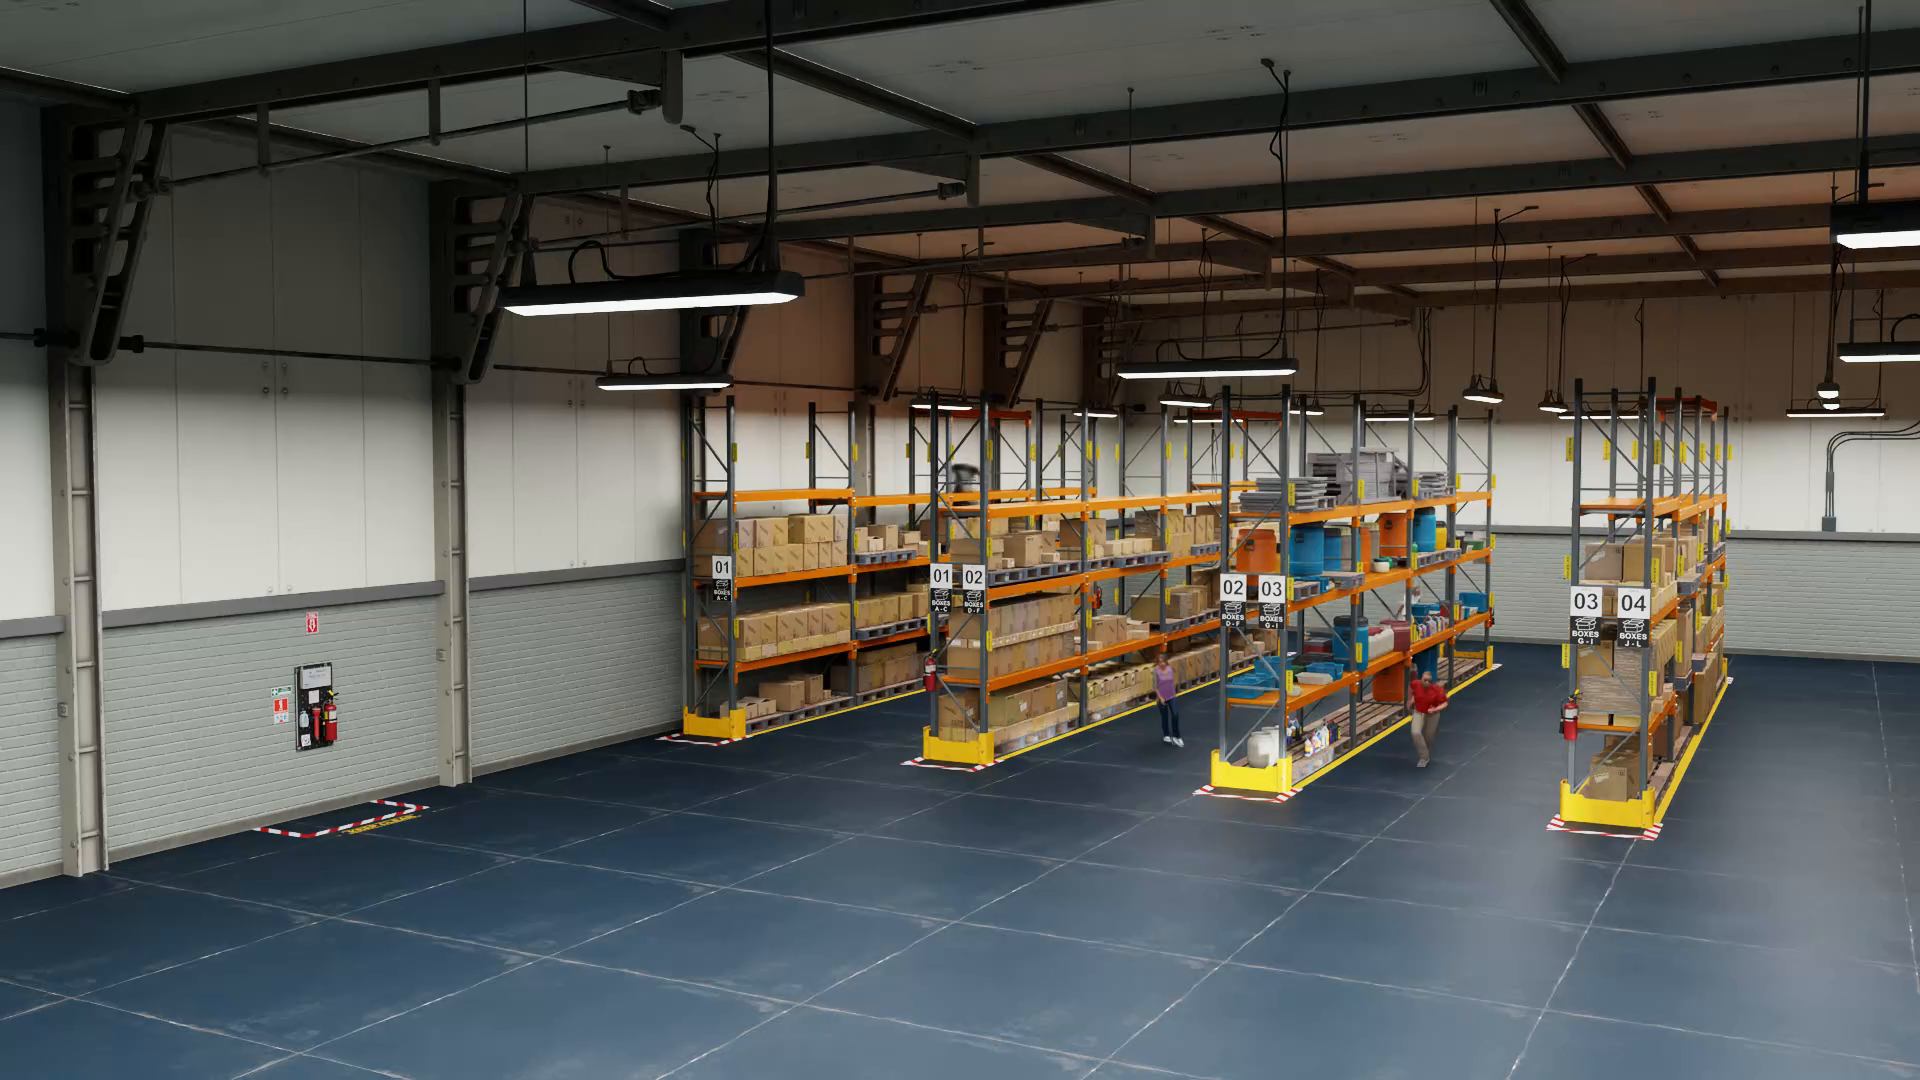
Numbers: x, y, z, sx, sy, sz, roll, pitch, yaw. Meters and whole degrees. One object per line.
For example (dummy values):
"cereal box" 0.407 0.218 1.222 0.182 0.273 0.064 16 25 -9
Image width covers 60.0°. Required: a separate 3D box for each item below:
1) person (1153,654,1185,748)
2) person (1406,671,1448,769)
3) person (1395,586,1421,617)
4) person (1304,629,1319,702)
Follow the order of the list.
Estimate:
"person" 3.524 2.733 28.322 0.541 1.588 0.658 0 3 -7
"person" 7.447 2.819 26.516 0.679 1.556 1.126 1 3 21
"person" 11.469 1.972 42.457 0.602 1.624 0.567 -2 3 -27
"person" 7.074 2.506 33.272 0.638 1.504 0.792 2 4 37
